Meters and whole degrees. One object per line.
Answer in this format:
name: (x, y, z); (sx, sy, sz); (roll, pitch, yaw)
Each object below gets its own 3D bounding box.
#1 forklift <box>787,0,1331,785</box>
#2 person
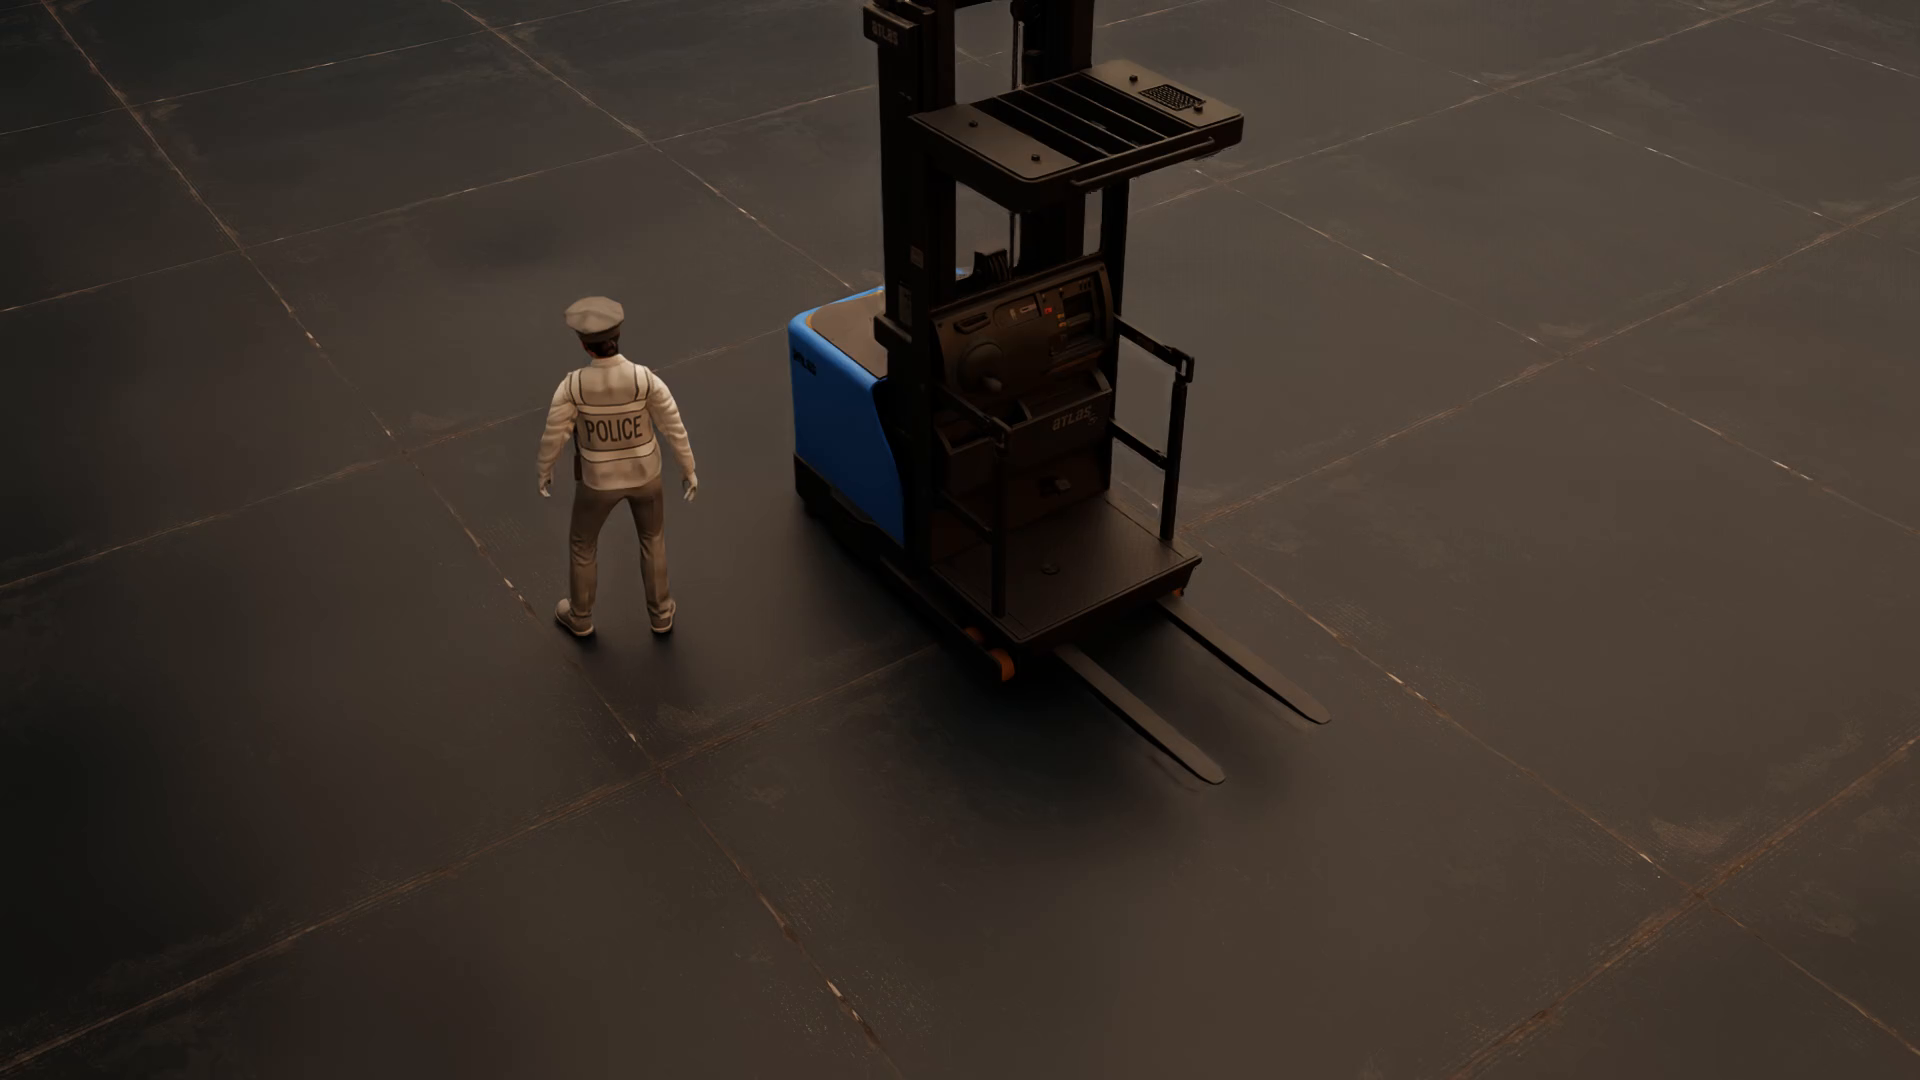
forklift: (0.414, -0.858, 7.105); (1.130, 2.935, 3.031); (-23, 42, -28)
person: (-1.545, -0.290, 7.427); (0.718, 1.642, 0.374); (-10, 38, -13)
